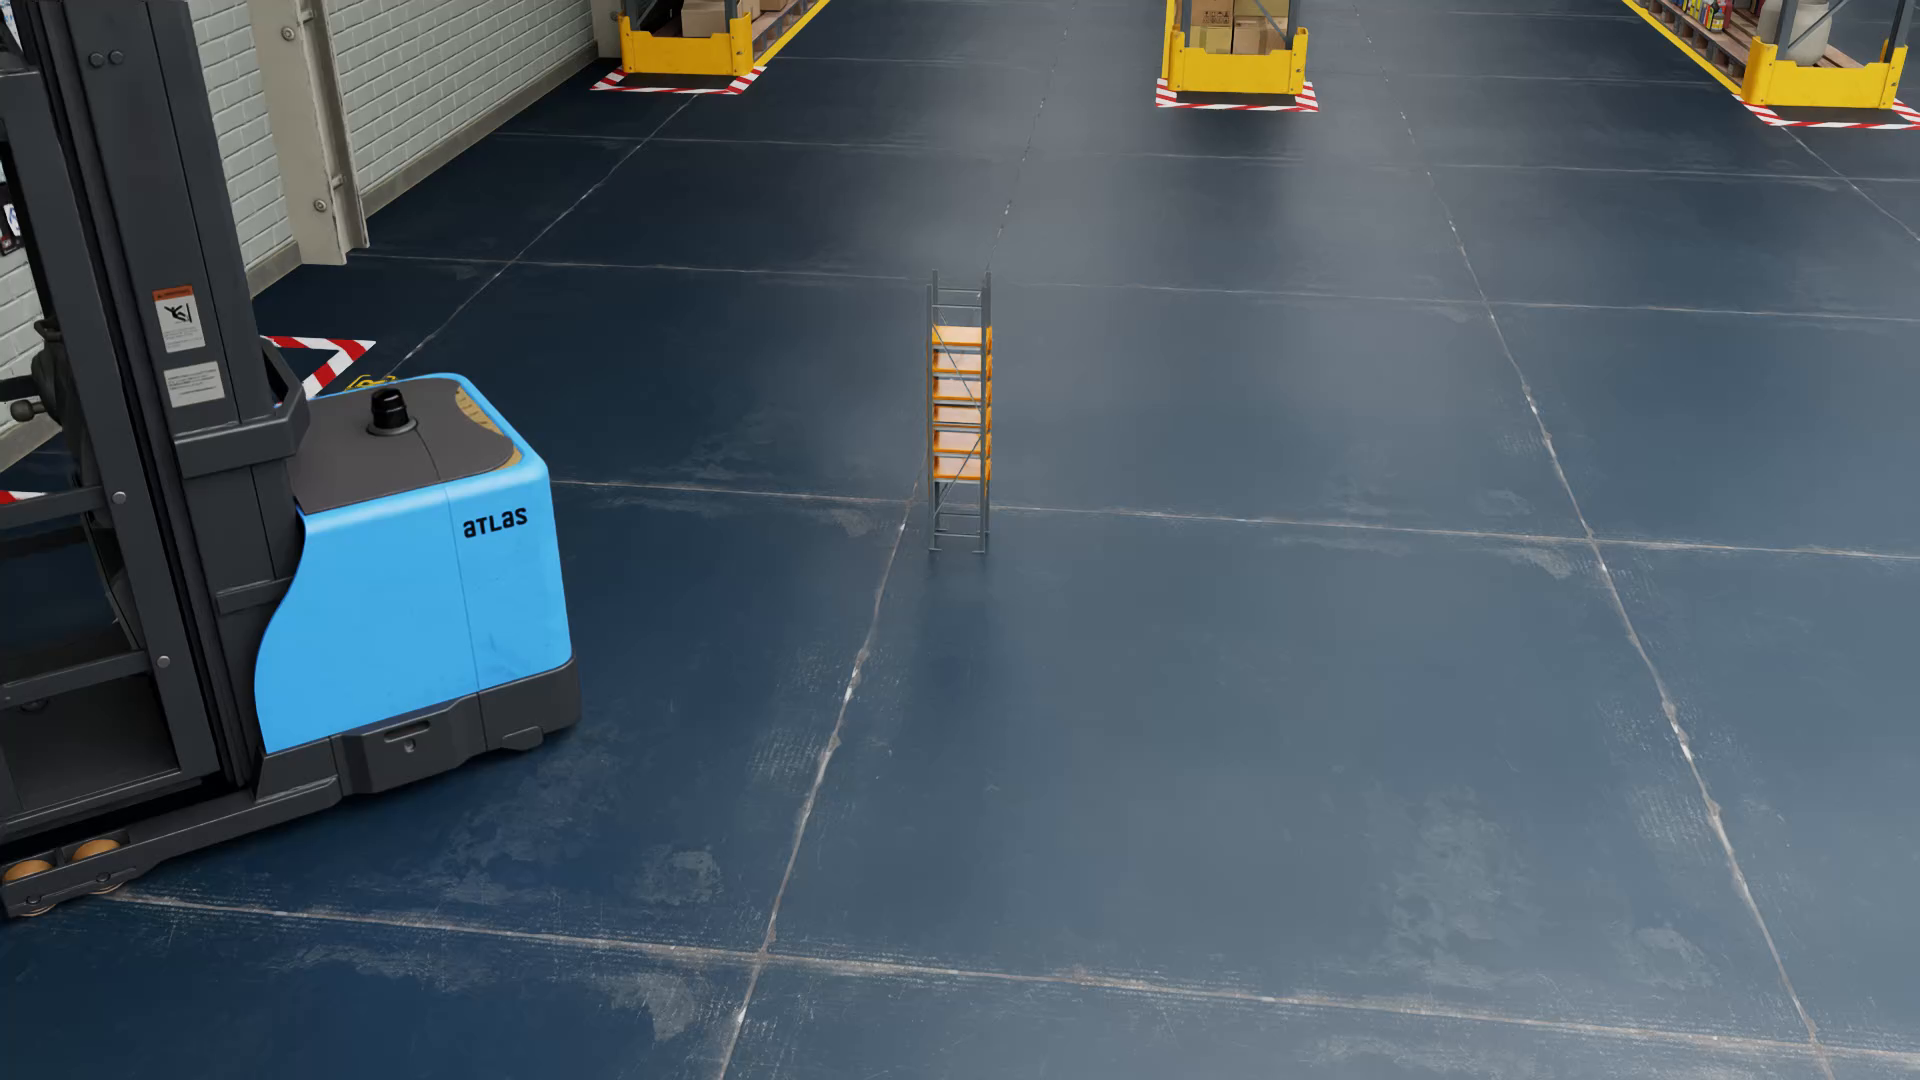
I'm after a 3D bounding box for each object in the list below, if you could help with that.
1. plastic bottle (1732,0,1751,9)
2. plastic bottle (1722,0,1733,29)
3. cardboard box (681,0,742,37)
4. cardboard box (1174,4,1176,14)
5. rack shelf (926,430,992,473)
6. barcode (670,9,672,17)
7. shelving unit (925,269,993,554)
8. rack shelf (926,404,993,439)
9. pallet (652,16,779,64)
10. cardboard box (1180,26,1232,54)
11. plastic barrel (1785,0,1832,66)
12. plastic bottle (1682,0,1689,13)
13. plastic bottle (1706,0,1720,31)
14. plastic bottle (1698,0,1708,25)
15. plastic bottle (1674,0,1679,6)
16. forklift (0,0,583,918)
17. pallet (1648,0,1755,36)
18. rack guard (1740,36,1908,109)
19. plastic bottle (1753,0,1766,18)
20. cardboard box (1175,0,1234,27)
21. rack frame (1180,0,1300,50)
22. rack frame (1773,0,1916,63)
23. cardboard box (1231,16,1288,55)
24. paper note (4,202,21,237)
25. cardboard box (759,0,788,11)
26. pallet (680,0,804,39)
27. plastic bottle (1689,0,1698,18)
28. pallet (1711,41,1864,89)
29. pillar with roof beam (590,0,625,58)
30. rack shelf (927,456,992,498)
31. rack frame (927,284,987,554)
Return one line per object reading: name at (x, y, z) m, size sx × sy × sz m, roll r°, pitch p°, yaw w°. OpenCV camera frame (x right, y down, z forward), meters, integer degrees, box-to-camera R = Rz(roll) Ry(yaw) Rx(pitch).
plastic bottle at (7.855, -5.484, 16.674) m, size 0.152 × 0.276 × 0.135 m, roll 3°, pitch 28°, yaw 6°
plastic bottle at (7.285, -5.019, 15.803) m, size 0.061 × 0.283 × 0.133 m, roll 3°, pitch 28°, yaw 6°
cardboard box at (-2.327, -4.926, 15.602) m, size 0.500 × 0.311 × 0.500 m, roll 0°, pitch 28°, yaw 0°
cardboard box at (2.297, -5.025, 15.871) m, size 0.500 × 0.250 × 0.500 m, roll 3°, pitch 28°, yaw 6°
rack shelf at (-0.002, -0.377, 7.031) m, size 0.258 × 0.103 × 0.180 m, roll 3°, pitch 28°, yaw 6°
barcode at (-2.721, -4.962, 15.659) m, size 0.001 × 0.075 × 0.075 m, roll 3°, pitch 28°, yaw 6°
shelving unit at (-0.002, -0.521, 6.953) m, size 0.258 × 1.200 × 0.189 m, roll 3°, pitch 28°, yaw 6°
rack shelf at (-0.002, -0.482, 6.974) m, size 0.258 × 0.103 × 0.180 m, roll 3°, pitch 28°, yaw 6°
pallet at (-2.357, -4.784, 15.908) m, size 1.003 × 0.211 × 1.213 m, roll 3°, pitch 28°, yaw 6°
cardboard box at (2.189, -4.554, 14.996) m, size 0.500 × 0.250 × 0.500 m, roll 3°, pitch 28°, yaw 6°
plastic barrel at (7.337, -4.424, 14.479) m, size 0.421 × 0.512 × 0.421 m, roll 0°, pitch 28°, yaw 0°
plastic bottle at (7.226, -5.381, 16.475) m, size 0.061 × 0.283 × 0.133 m, roll 5°, pitch 29°, yaw 8°
plastic bottle at (7.118, -4.964, 15.701) m, size 0.061 × 0.283 × 0.133 m, roll 4°, pitch 29°, yaw 7°
plastic bottle at (7.197, -5.087, 15.937) m, size 0.152 × 0.276 × 0.135 m, roll 3°, pitch 28°, yaw 5°
plastic bottle at (7.311, -5.574, 16.764) m, size 0.144 × 0.351 × 0.185 m, roll 4°, pitch 29°, yaw 8°
forklift at (-2.873, -0.423, 4.945) m, size 3.031 × 2.935 × 1.130 m, roll -16°, pitch 32°, yaw -28°
pallet at (7.698, -5.361, 16.979) m, size 1.003 × 0.211 × 1.213 m, roll 3°, pitch 28°, yaw 6°
rack guard at (7.294, -3.958, 14.070) m, size 1.175 × 0.500 × 0.348 m, roll 3°, pitch 28°, yaw 6°
plastic bottle at (7.836, -5.268, 16.266) m, size 0.061 × 0.283 × 0.133 m, roll 3°, pitch 28°, yaw 6°
cardboard box at (2.187, -4.884, 14.818) m, size 0.500 × 0.500 × 0.500 m, roll 3°, pitch 28°, yaw 6°
rack frame at (2.416, -5.310, 13.943) m, size 1.000 × 3.000 × 0.127 m, roll 3°, pitch 28°, yaw 6°
rack frame at (7.332, -5.020, 13.405) m, size 1.000 × 3.000 × 0.127 m, roll 3°, pitch 28°, yaw 6°
cardboard box at (2.703, -4.523, 14.940) m, size 0.500 × 0.250 × 0.500 m, roll 3°, pitch 28°, yaw 6°
paper note at (-4.439, -1.523, 7.843) m, size 0.016 × 0.148 × 0.142 m, roll 3°, pitch 28°, yaw 6°
cardboard box at (-2.117, -5.620, 16.691) m, size 0.700 × 0.500 × 0.500 m, roll 2°, pitch 28°, yaw 3°
pallet at (-2.205, -5.357, 16.971) m, size 1.003 × 0.211 × 1.213 m, roll 3°, pitch 28°, yaw 6°
plastic bottle at (7.236, -5.285, 16.227) m, size 0.144 × 0.351 × 0.185 m, roll 3°, pitch 28°, yaw 6°
pallet at (7.399, -4.213, 14.847) m, size 1.003 × 0.211 × 1.213 m, roll 3°, pitch 28°, yaw 6°
pillar with roof beam at (0.999, -8.366, 13.292) m, size 9.100 × 9.000 × 0.400 m, roll 3°, pitch 28°, yaw 6°
rack shelf at (-0.002, -0.271, 7.088) m, size 0.258 × 0.103 × 0.180 m, roll 3°, pitch 28°, yaw 6°
rack frame at (-0.013, -0.478, 6.873) m, size 0.240 × 1.200 × 0.006 m, roll 3°, pitch 28°, yaw 6°
